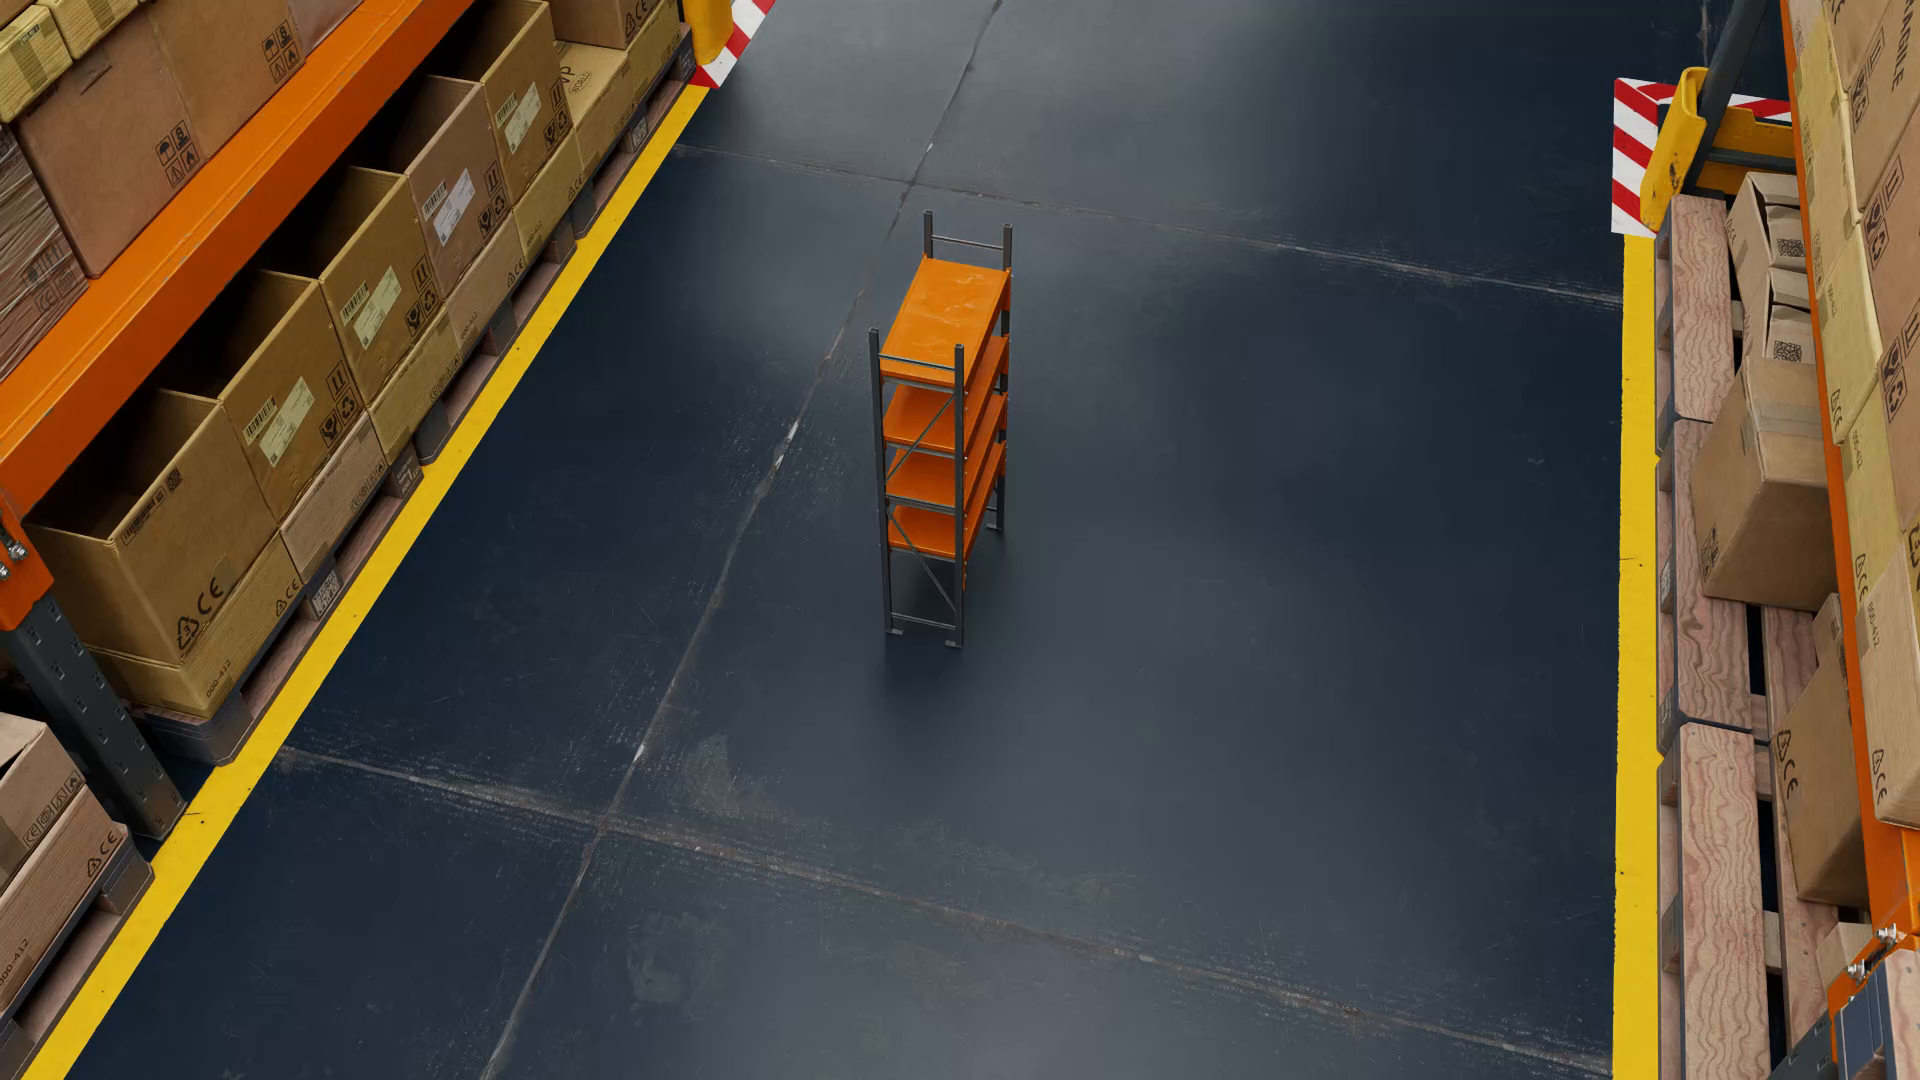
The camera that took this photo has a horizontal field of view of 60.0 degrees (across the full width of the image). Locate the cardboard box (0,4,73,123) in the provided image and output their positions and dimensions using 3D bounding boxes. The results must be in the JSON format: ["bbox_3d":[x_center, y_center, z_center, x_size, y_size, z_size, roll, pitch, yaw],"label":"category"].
[{"bbox_3d":[-2.241,-1.084,3.707,0.380,0.149,0.250,10,49,9],"label":"cardboard box"}]

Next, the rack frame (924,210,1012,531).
[{"bbox_3d":[0.021,-0.454,4.850,0.240,1.200,0.015,12,50,10],"label":"rack frame"}]

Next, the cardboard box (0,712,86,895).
[{"bbox_3d":[-2.461,0.623,3.879,0.500,0.311,0.500,12,50,10],"label":"cardboard box"}]

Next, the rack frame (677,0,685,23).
[{"bbox_3d":[-1.578,-3.205,6.078,1.000,3.000,0.127,12,50,10],"label":"rack frame"}]

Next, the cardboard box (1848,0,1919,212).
[{"bbox_3d":[2.380,-1.045,3.758,0.500,0.500,0.500,13,50,11],"label":"cardboard box"}]

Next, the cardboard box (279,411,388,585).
[{"bbox_3d":[-2.080,-0.177,4.959,0.500,0.250,0.500,12,50,10],"label":"cardboard box"}]

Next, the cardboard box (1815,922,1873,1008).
[{"bbox_3d":[2.261,1.062,3.908,0.380,0.166,0.250,6,49,5],"label":"cardboard box"}]

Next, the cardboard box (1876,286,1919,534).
[{"bbox_3d":[2.101,-0.307,3.107,0.500,0.500,0.500,11,50,10],"label":"cardboard box"}]

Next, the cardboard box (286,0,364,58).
[{"bbox_3d":[-2.118,-1.782,4.756,0.700,0.500,0.500,13,50,11],"label":"cardboard box"}]

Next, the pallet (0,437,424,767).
[{"bbox_3d":[-2.382,0.044,5.070,1.003,0.211,1.213,12,50,10],"label":"pallet"}]

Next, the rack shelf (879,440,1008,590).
[{"bbox_3d":[-0.044,-0.101,4.894,0.258,0.148,0.480,12,50,10],"label":"rack shelf"}]

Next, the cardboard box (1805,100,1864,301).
[{"bbox_3d":[2.369,-0.786,4.029,0.500,0.250,0.500,12,50,10],"label":"cardboard box"}]

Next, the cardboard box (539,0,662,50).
[{"bbox_3d":[-1.433,-2.235,6.276,0.500,0.500,0.500,12,50,10],"label":"cardboard box"}]

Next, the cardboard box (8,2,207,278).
[{"bbox_3d":[-2.388,-1.050,4.109,0.700,0.500,0.500,11,50,10],"label":"cardboard box"}]

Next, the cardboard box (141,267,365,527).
[{"bbox_3d":[-2.083,-0.426,4.679,0.500,0.500,0.500,12,50,10],"label":"cardboard box"}]

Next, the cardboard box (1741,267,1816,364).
[{"bbox_3d":[2.783,-0.591,5.271,0.500,0.311,0.500,15,50,13],"label":"cardboard box"}]

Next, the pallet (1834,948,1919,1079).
[{"bbox_3d":[1.807,1.251,2.273,1.003,0.211,1.213,12,50,10],"label":"pallet"}]

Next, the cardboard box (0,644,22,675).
[{"bbox_3d":[-2.720,0.081,4.732,0.500,0.250,0.500,12,50,10],"label":"cardboard box"}]

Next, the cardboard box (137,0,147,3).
[{"bbox_3d":[-2.106,-1.454,4.034,0.380,0.149,0.250,10,49,9],"label":"cardboard box"}]

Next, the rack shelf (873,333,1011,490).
[{"bbox_3d":[-0.044,-0.381,4.577,0.258,0.148,0.480,12,50,10],"label":"rack shelf"}]

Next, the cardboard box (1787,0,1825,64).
[{"bbox_3d":[2.644,-1.518,4.676,0.500,0.250,0.500,10,49,9],"label":"cardboard box"}]

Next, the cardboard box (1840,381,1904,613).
[{"bbox_3d":[2.120,-0.055,3.384,0.500,0.250,0.500,12,50,10],"label":"cardboard box"}]

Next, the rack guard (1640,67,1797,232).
[{"bbox_3d":[3.182,-1.348,6.106,1.175,0.500,0.348,12,50,10],"label":"rack guard"}]

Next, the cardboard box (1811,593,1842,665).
[{"bbox_3d":[2.589,0.308,4.585,0.380,0.149,0.250,8,49,7],"label":"cardboard box"}]

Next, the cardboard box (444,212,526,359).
[{"bbox_3d":[-1.818,-0.900,5.598,0.500,0.250,0.500,12,50,10],"label":"cardboard box"}]

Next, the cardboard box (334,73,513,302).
[{"bbox_3d":[-1.814,-1.148,5.316,0.500,0.500,0.500,12,50,10],"label":"cardboard box"}]

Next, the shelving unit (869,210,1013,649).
[{"bbox_3d":[-0.044,-0.277,4.694,0.258,1.200,0.503,12,50,10],"label":"shelving unit"}]

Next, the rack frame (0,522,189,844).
[{"bbox_3d":[-2.631,-0.311,3.524,1.000,3.000,0.127,12,50,10],"label":"rack frame"}]

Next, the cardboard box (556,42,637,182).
[{"bbox_3d":[-1.555,-1.624,6.236,0.500,0.250,0.500,12,50,10],"label":"cardboard box"}]

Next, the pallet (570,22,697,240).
[{"bbox_3d":[-1.739,-1.721,6.628,1.003,0.211,1.213,12,50,10],"label":"pallet"}]

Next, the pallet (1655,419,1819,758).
[{"bbox_3d":[2.611,0.208,4.926,1.003,0.211,1.213,12,50,10],"label":"pallet"}]

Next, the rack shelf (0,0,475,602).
[{"bbox_3d":[-2.105,-1.520,5.071,1.077,0.370,4.000,12,50,10],"label":"rack shelf"}]

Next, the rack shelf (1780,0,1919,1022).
[{"bbox_3d":[2.675,-0.545,4.210,1.077,0.370,4.000,12,50,10],"label":"rack shelf"}]
